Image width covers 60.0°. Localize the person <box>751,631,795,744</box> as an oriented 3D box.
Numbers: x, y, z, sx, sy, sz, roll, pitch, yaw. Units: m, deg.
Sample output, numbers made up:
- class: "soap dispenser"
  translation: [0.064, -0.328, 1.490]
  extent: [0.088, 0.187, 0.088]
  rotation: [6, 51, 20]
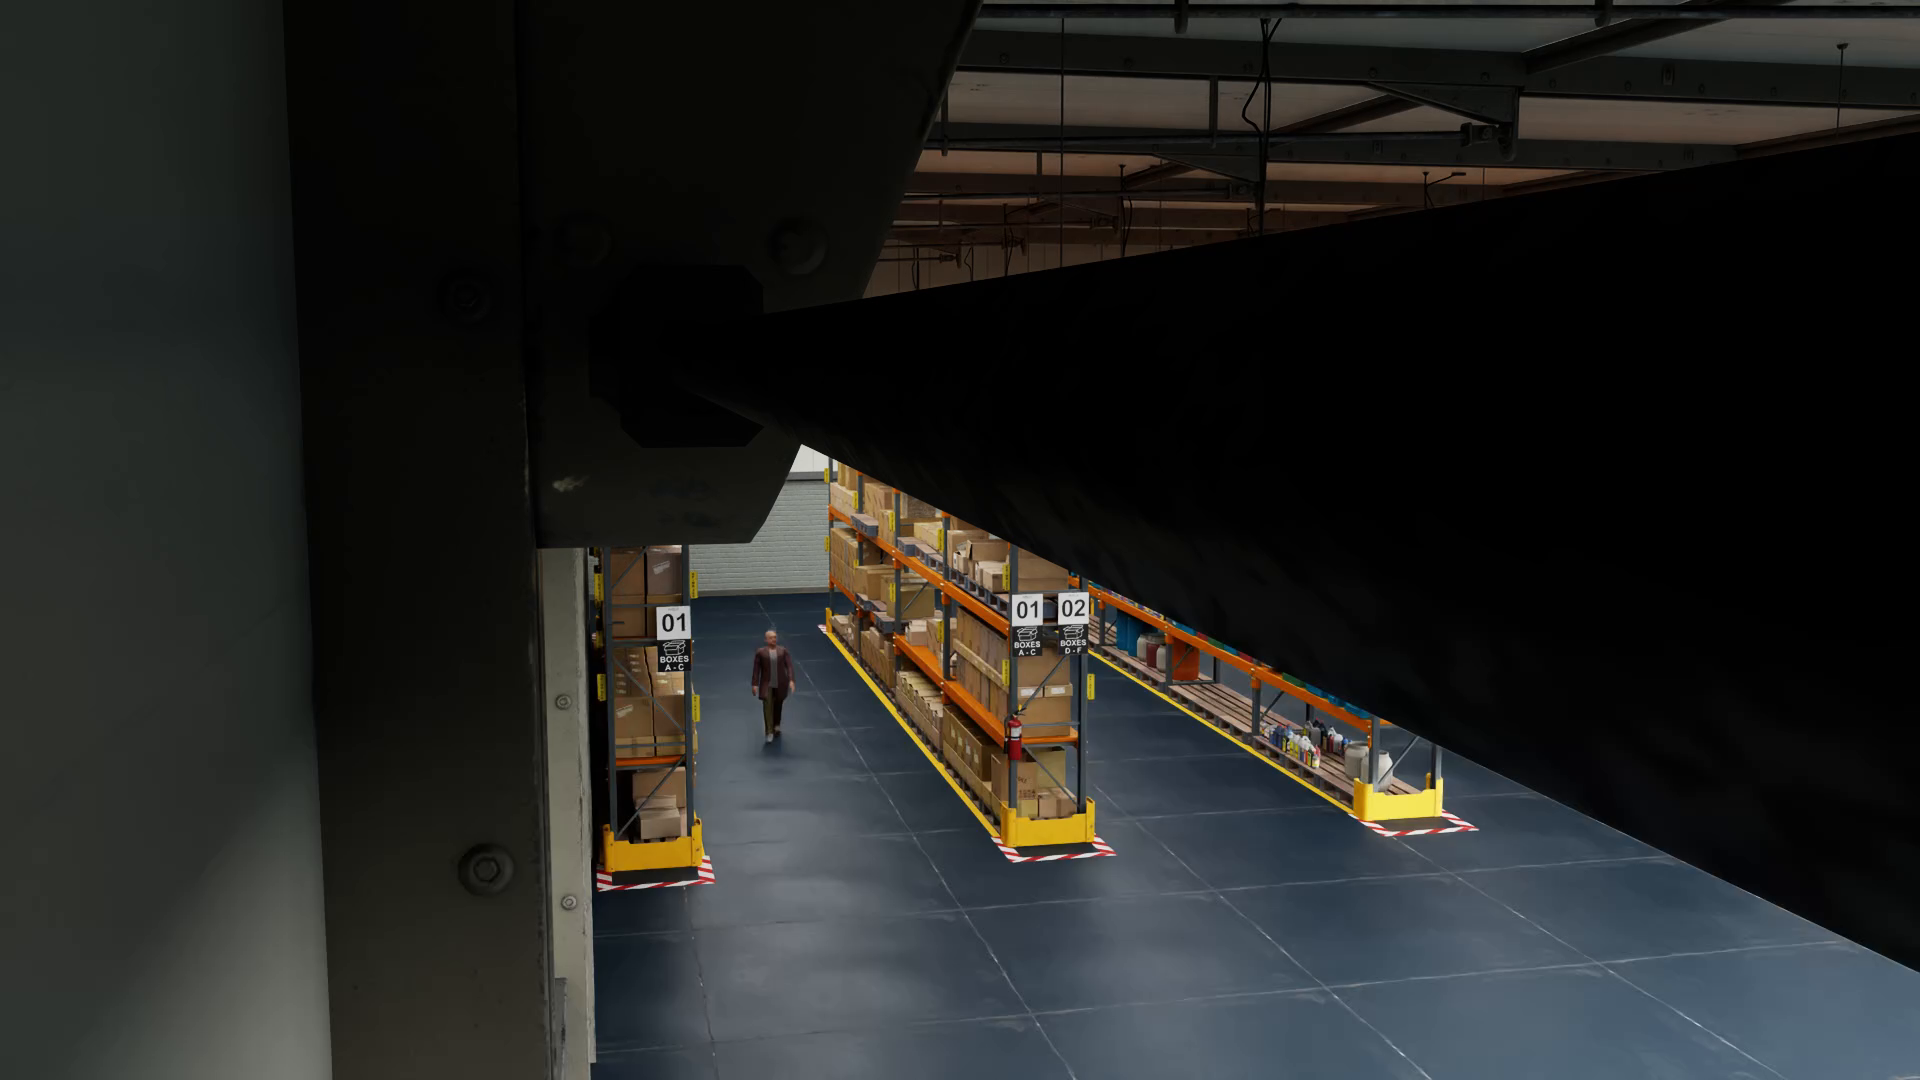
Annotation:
- class: "person"
  translation: [-2.979, 2.307, 26.532]
  extent: [0.694, 1.707, 1.129]
  rotation: [-1, 7, -10]
